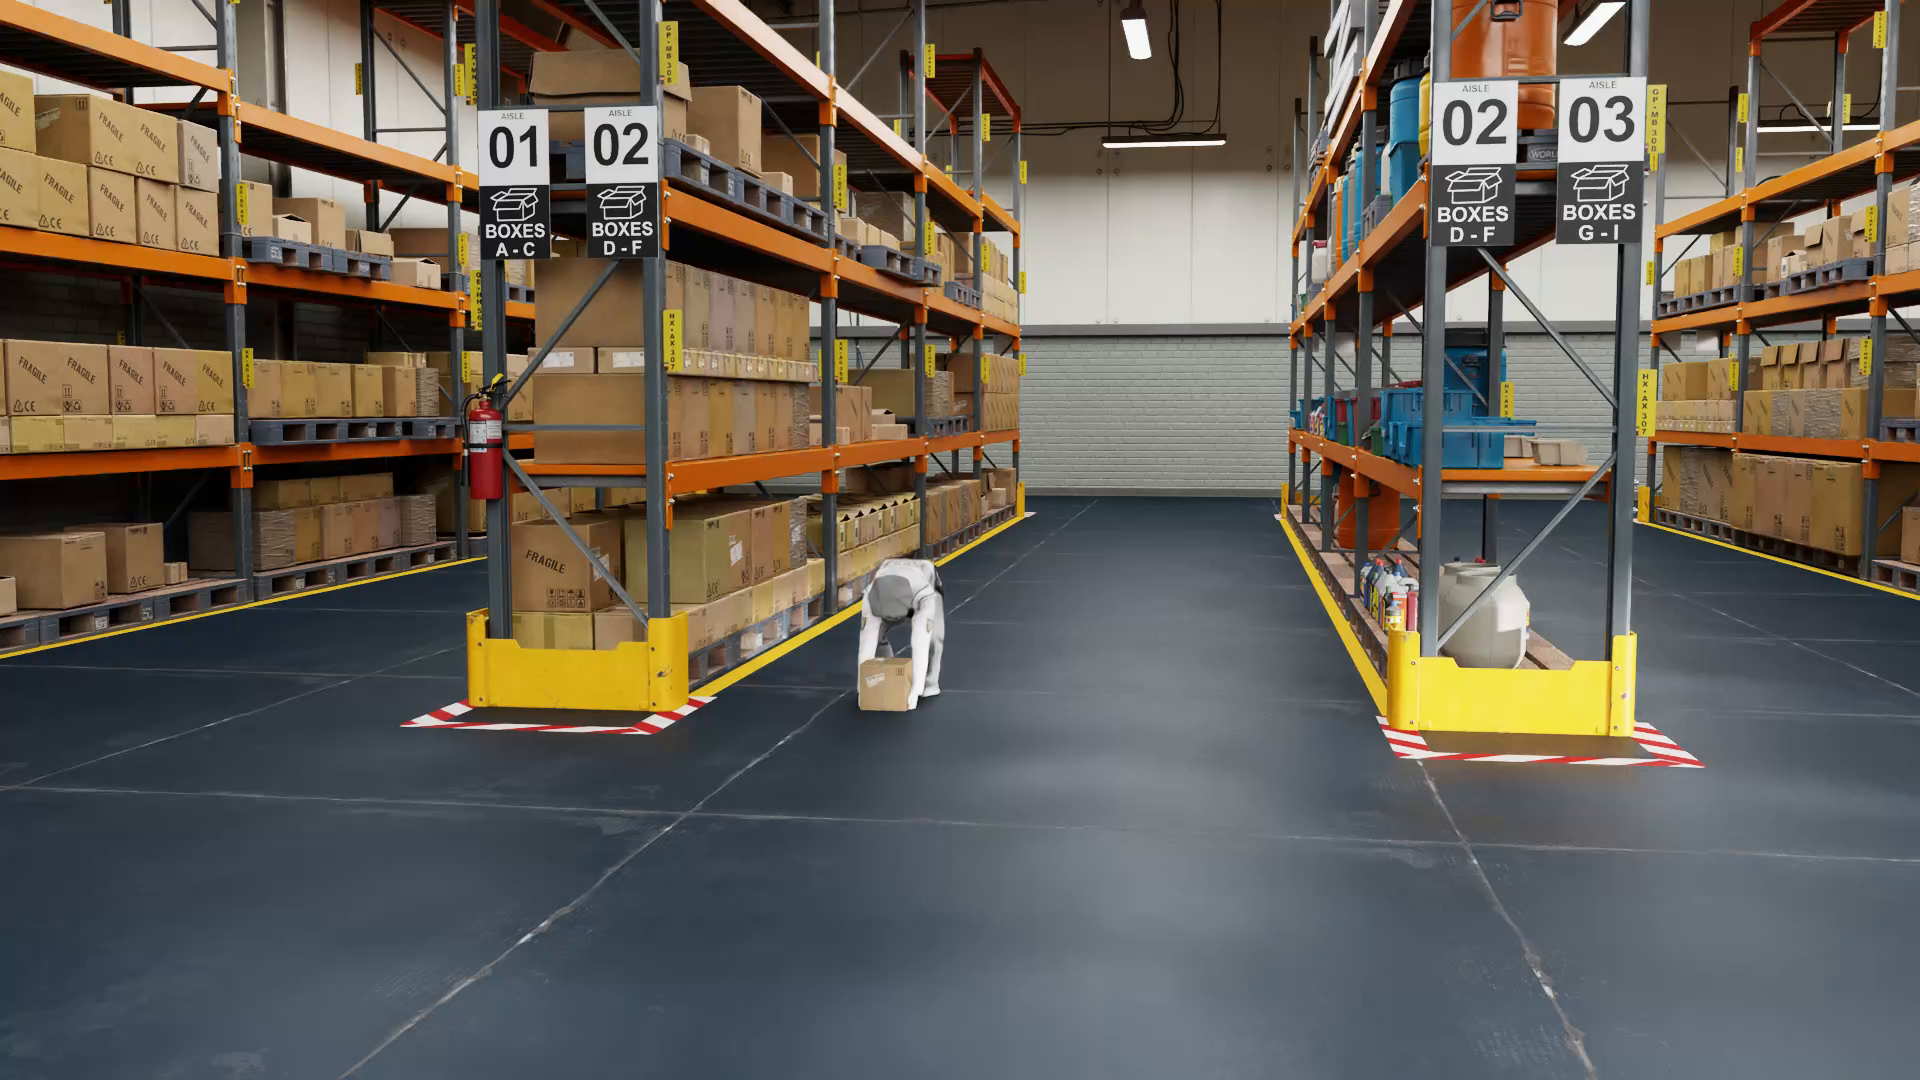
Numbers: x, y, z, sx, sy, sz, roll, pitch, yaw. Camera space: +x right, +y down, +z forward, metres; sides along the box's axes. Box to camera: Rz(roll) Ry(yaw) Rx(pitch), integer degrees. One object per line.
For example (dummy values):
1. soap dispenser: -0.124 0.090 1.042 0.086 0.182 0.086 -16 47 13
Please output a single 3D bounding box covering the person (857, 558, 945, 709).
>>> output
1. person: -0.315 0.508 9.256 0.461 0.784 0.911 1 5 7
